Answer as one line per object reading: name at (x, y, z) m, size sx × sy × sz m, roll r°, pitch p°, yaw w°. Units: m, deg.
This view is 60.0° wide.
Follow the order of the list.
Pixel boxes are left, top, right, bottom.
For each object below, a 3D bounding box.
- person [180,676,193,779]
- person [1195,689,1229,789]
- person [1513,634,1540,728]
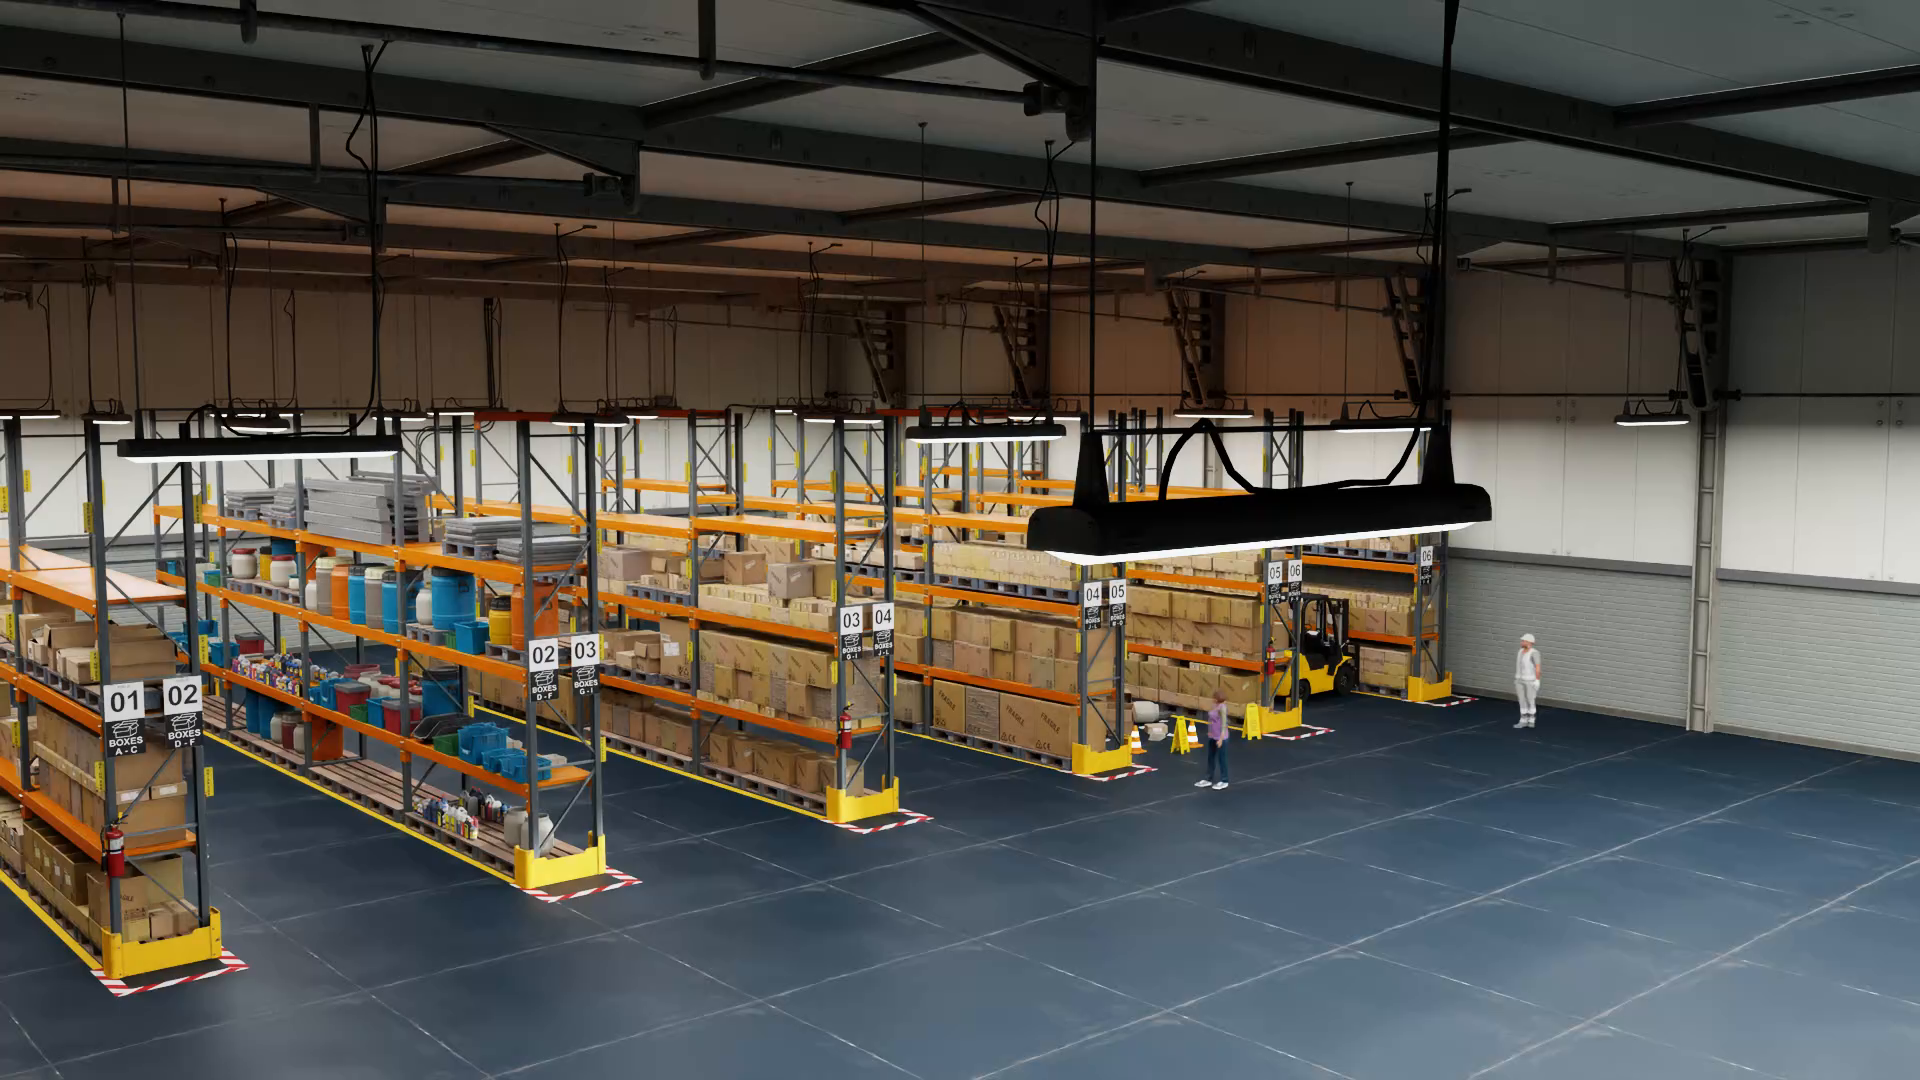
person at (-12.798, 3.064, 27.460) m, size 0.458 × 1.724 × 0.579 m, roll 0°, pitch 5°, yaw -1°
person at (4.082, 3.190, 26.666) m, size 0.461 × 1.612 × 0.483 m, roll -2°, pitch 5°, yaw -22°
person at (10.758, 2.675, 31.500) m, size 0.397 × 1.811 × 0.619 m, roll -4°, pitch 6°, yaw -38°
